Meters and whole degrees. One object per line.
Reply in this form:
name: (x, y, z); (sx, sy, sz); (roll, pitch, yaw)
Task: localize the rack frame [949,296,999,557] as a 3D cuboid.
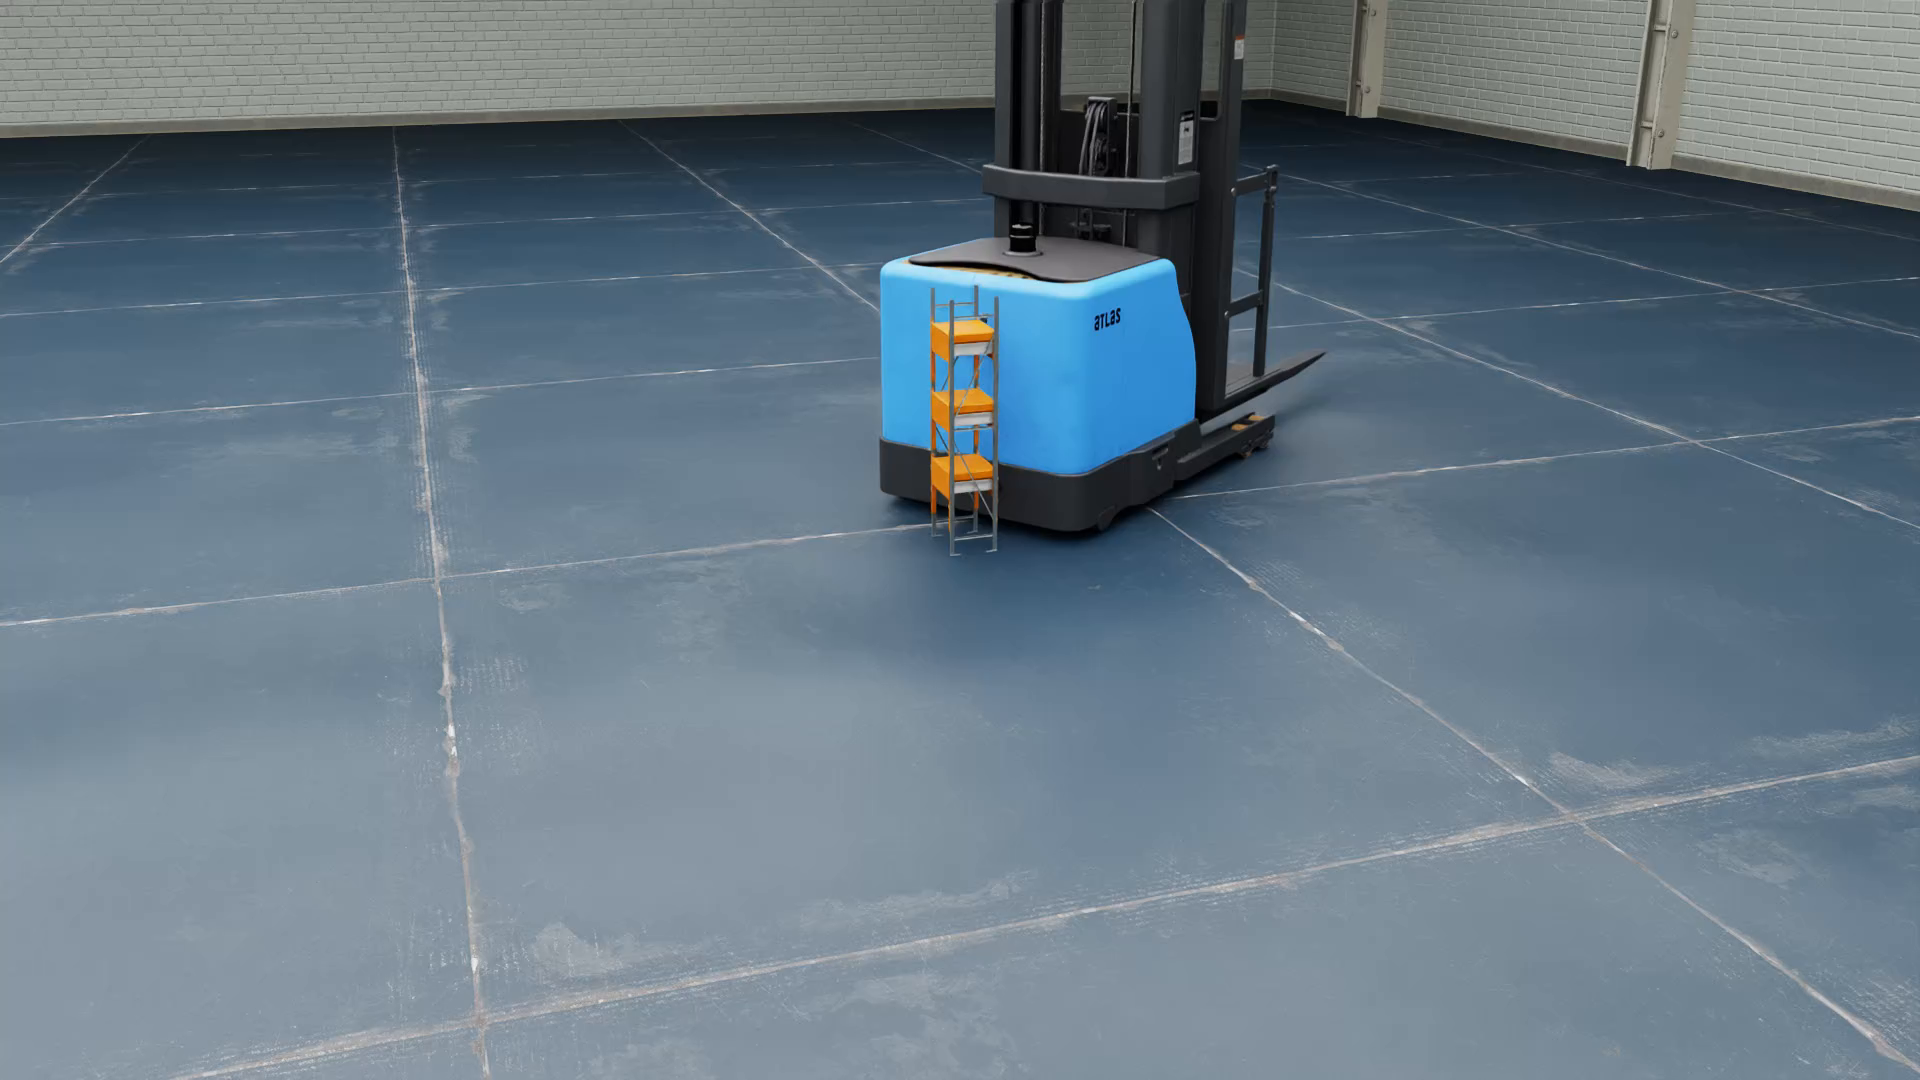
rack frame: (0.055, -0.438, 6.582); (0.200, 1.050, 0.008); (-6, 21, -17)

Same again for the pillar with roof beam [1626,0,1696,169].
pillar with roof beam: (3.556, -7.918, 15.649); (9.100, 9.000, 0.400); (-6, 21, -17)

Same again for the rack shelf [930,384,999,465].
rack shelf: (0.017, -0.467, 6.695); (0.215, 0.259, 0.240); (-6, 21, -17)

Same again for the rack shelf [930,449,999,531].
rack shelf: (0.017, -0.205, 6.789); (0.215, 0.259, 0.240); (-6, 21, -17)

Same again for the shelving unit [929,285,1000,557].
shelving unit: (0.017, -0.477, 6.691); (0.215, 1.050, 0.252); (-6, 21, -17)

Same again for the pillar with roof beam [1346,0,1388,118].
pillar with roof beam: (1.670, -9.843, 21.009); (9.100, 9.000, 0.400); (-6, 21, -17)

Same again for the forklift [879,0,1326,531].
forklift: (0.891, -1.855, 7.744); (1.130, 2.935, 3.031); (13, 23, 32)

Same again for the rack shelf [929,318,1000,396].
rack shelf: (0.017, -0.734, 6.599); (0.215, 0.259, 0.240); (-6, 21, -17)

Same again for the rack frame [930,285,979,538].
rack frame: (-0.022, -0.516, 6.800); (0.200, 1.050, 0.008); (-6, 21, -17)
